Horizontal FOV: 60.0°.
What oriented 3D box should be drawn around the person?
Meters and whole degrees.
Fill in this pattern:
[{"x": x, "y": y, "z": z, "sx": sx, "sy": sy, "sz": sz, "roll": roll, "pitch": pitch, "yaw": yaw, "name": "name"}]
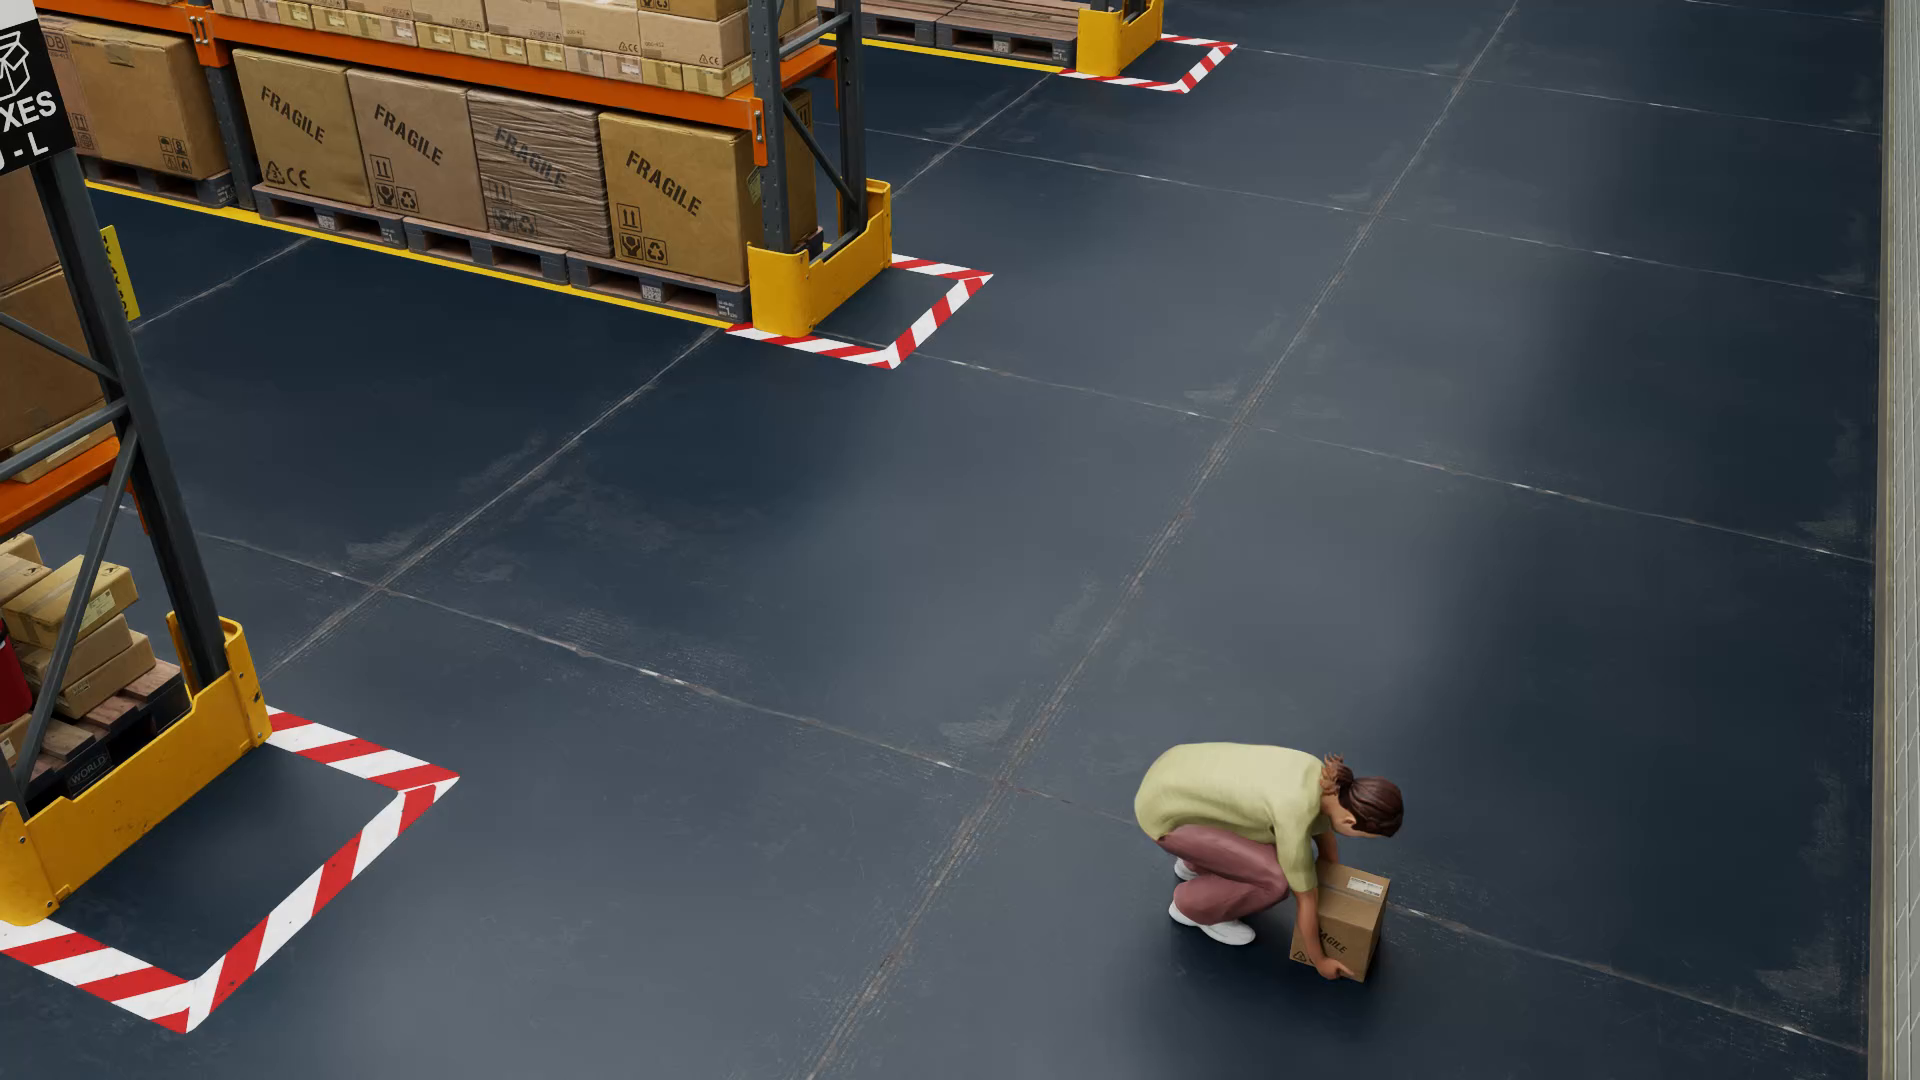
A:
[{"x": 1.004, "y": 1.009, "z": 5.535, "sx": 0.856, "sy": 0.733, "sz": 0.454, "roll": 14, "pitch": 36, "yaw": 19, "name": "person"}]
